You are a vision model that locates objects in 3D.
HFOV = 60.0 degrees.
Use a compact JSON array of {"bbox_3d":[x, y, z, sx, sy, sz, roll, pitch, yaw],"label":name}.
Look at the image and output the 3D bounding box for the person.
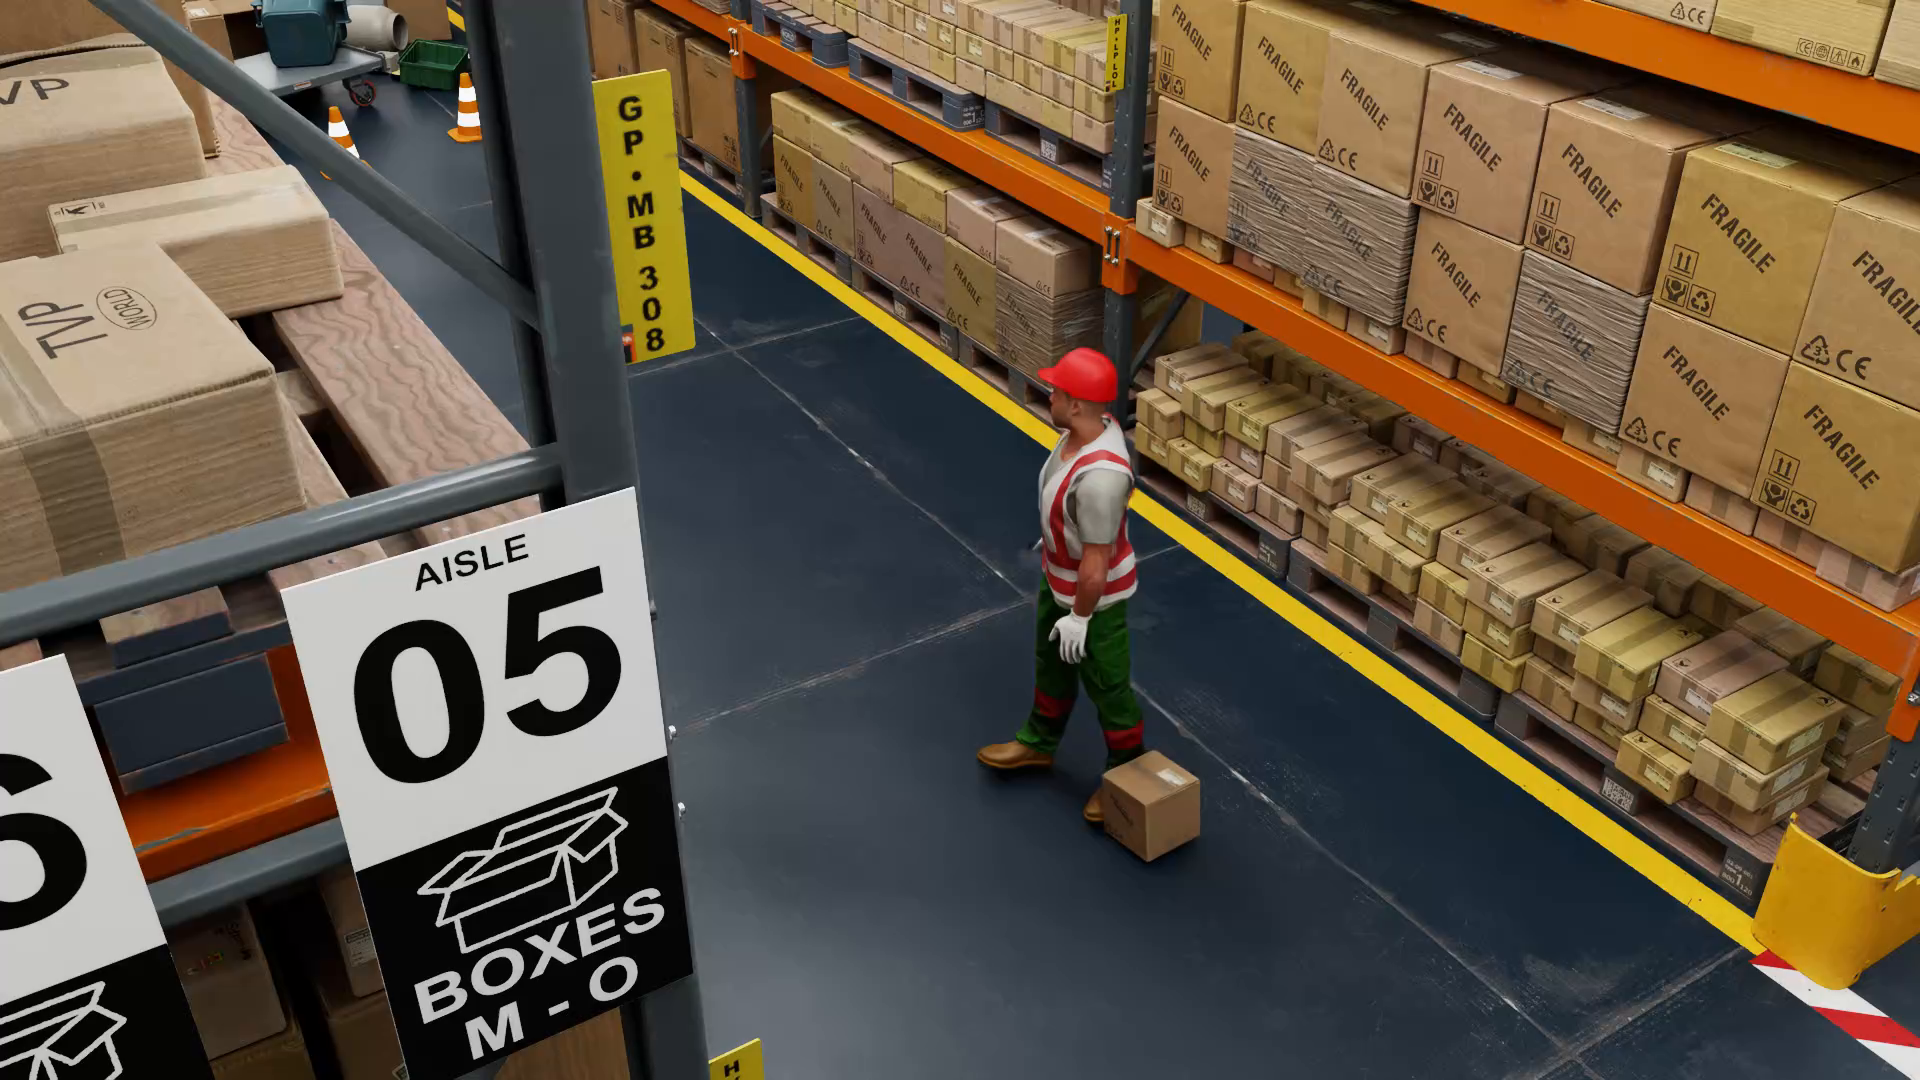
[{"bbox_3d":[0.371,0.144,5.844,0.587,1.786,0.646,-5,33,-8],"label":"person"}]
